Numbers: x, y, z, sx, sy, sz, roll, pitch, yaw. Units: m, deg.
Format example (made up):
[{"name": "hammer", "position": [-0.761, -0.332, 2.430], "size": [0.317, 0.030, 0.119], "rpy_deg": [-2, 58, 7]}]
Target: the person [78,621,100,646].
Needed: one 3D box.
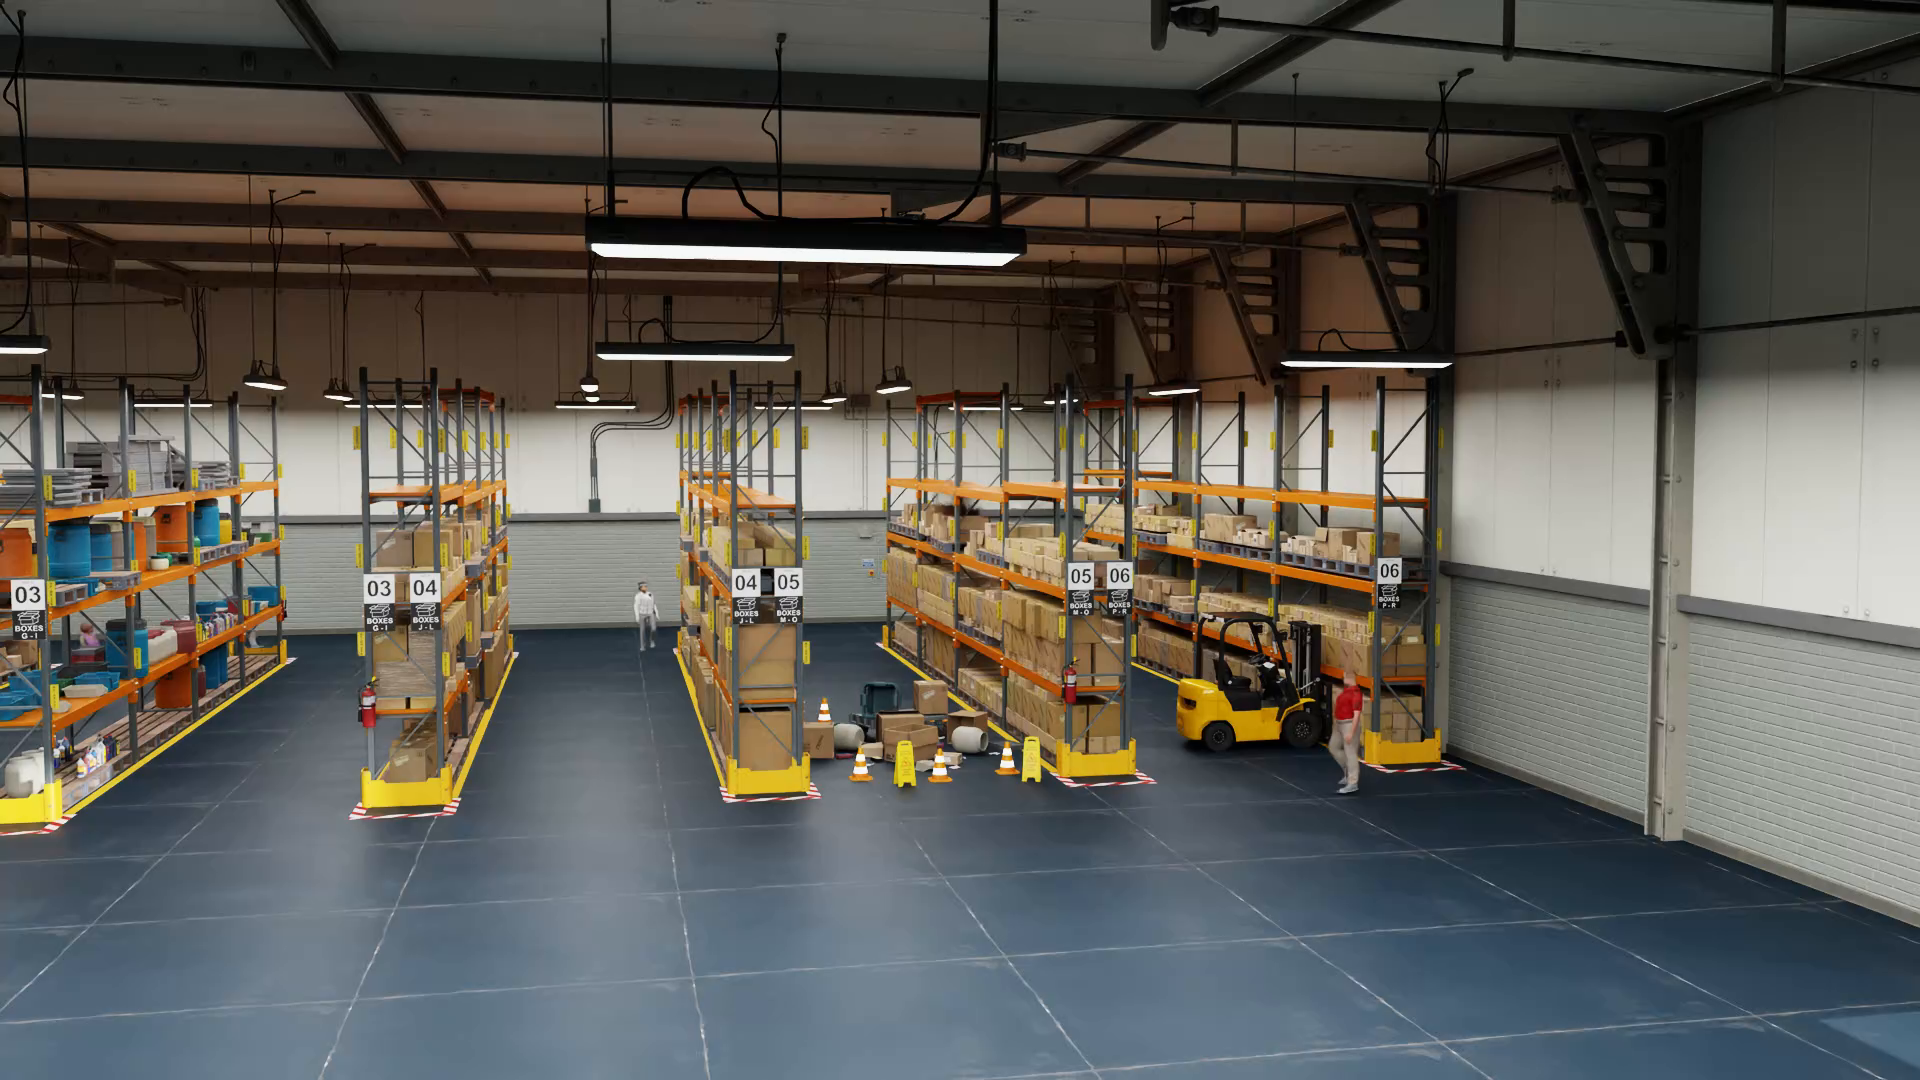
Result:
[{"name": "person", "position": [-16.417, 2.341, 31.508], "size": [0.410, 1.615, 0.459], "rpy_deg": [2, 4, 27]}]

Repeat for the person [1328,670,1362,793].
[{"name": "person", "position": [5.563, 2.719, 23.848], "size": [0.483, 1.743, 0.641], "rpy_deg": [-1, 4, -14]}]

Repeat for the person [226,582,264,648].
[{"name": "person", "position": [-17.197, 1.810, 39.819], "size": [0.964, 1.638, 0.452], "rpy_deg": [0, 3, -3]}]

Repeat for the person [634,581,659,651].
[{"name": "person", "position": [-7.506, 1.811, 39.845], "size": [0.587, 1.669, 0.488], "rpy_deg": [-1, 4, -14]}]
